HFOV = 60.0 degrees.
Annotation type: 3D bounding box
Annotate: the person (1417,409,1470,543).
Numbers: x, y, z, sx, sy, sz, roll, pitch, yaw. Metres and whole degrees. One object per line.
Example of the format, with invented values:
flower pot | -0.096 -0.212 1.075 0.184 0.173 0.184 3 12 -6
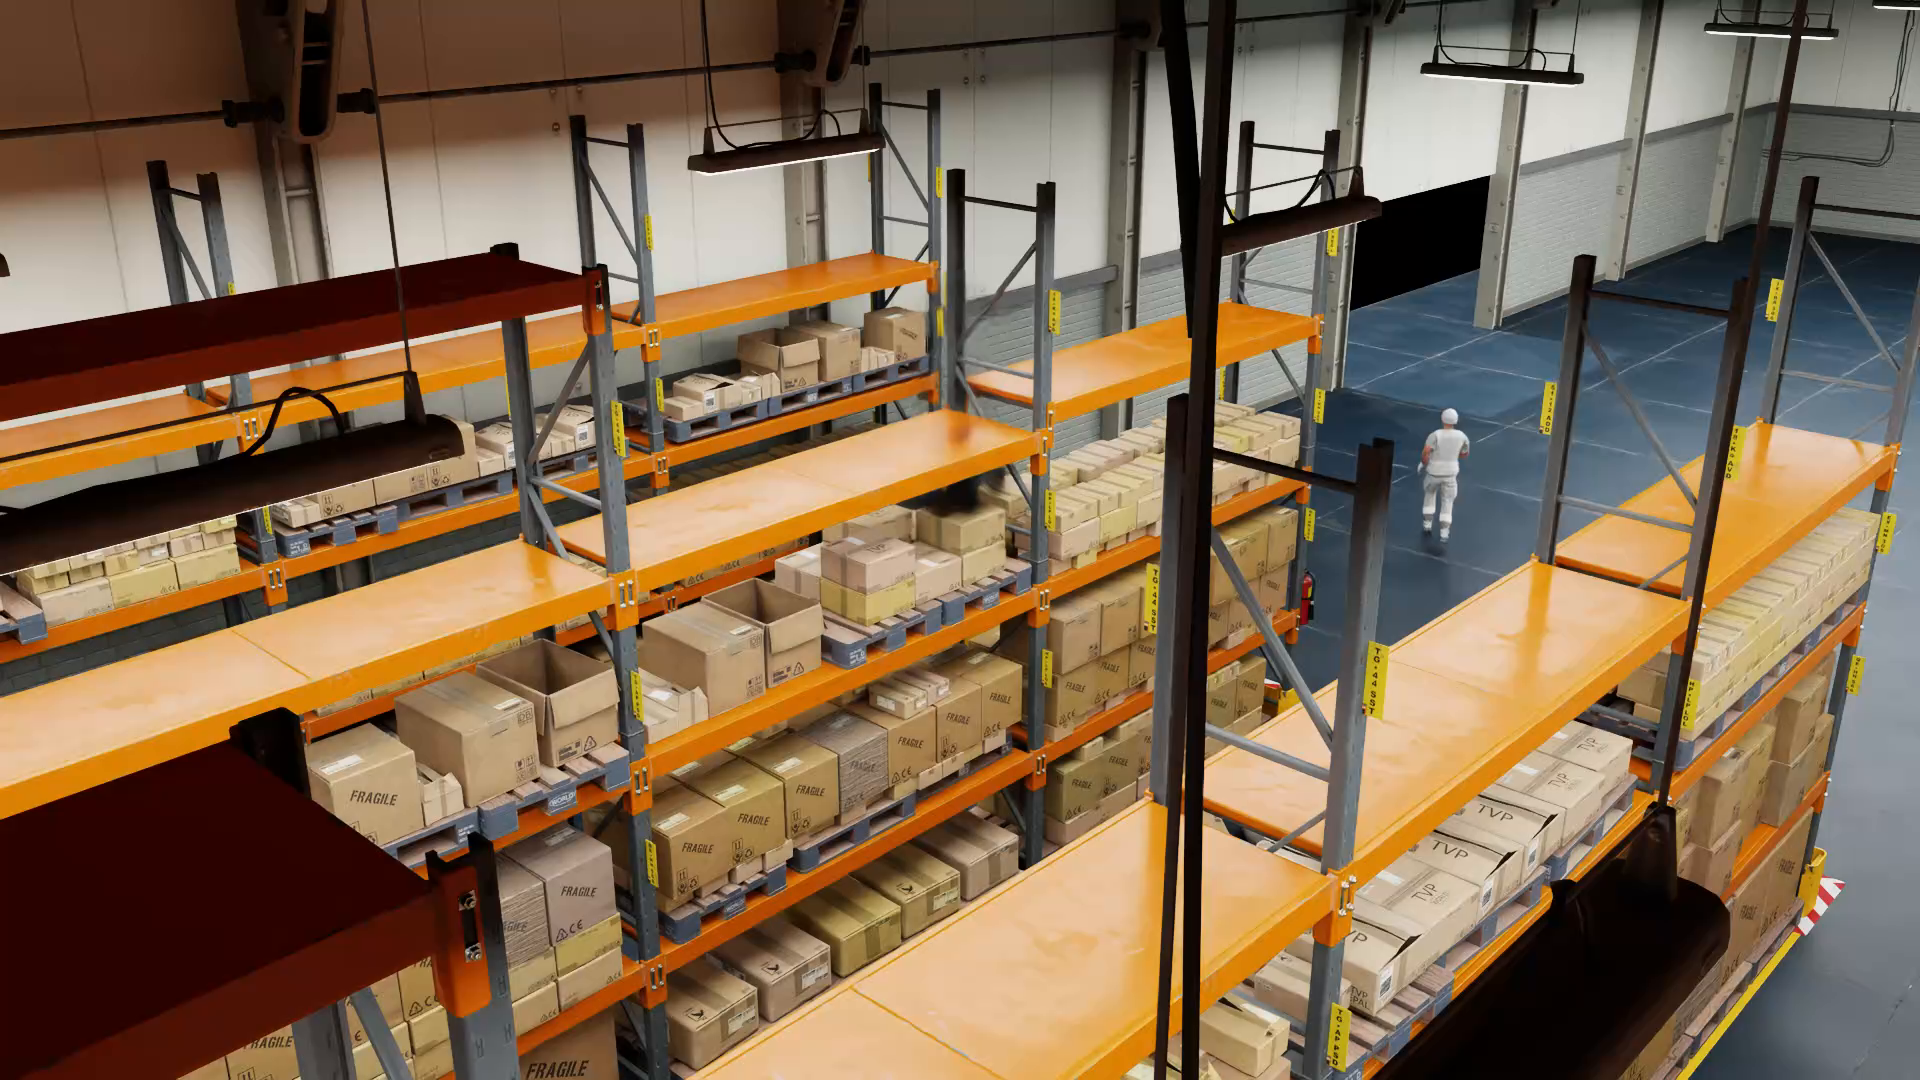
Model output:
person | 6.267 -0.823 21.648 0.647 1.845 0.800 4 22 9
